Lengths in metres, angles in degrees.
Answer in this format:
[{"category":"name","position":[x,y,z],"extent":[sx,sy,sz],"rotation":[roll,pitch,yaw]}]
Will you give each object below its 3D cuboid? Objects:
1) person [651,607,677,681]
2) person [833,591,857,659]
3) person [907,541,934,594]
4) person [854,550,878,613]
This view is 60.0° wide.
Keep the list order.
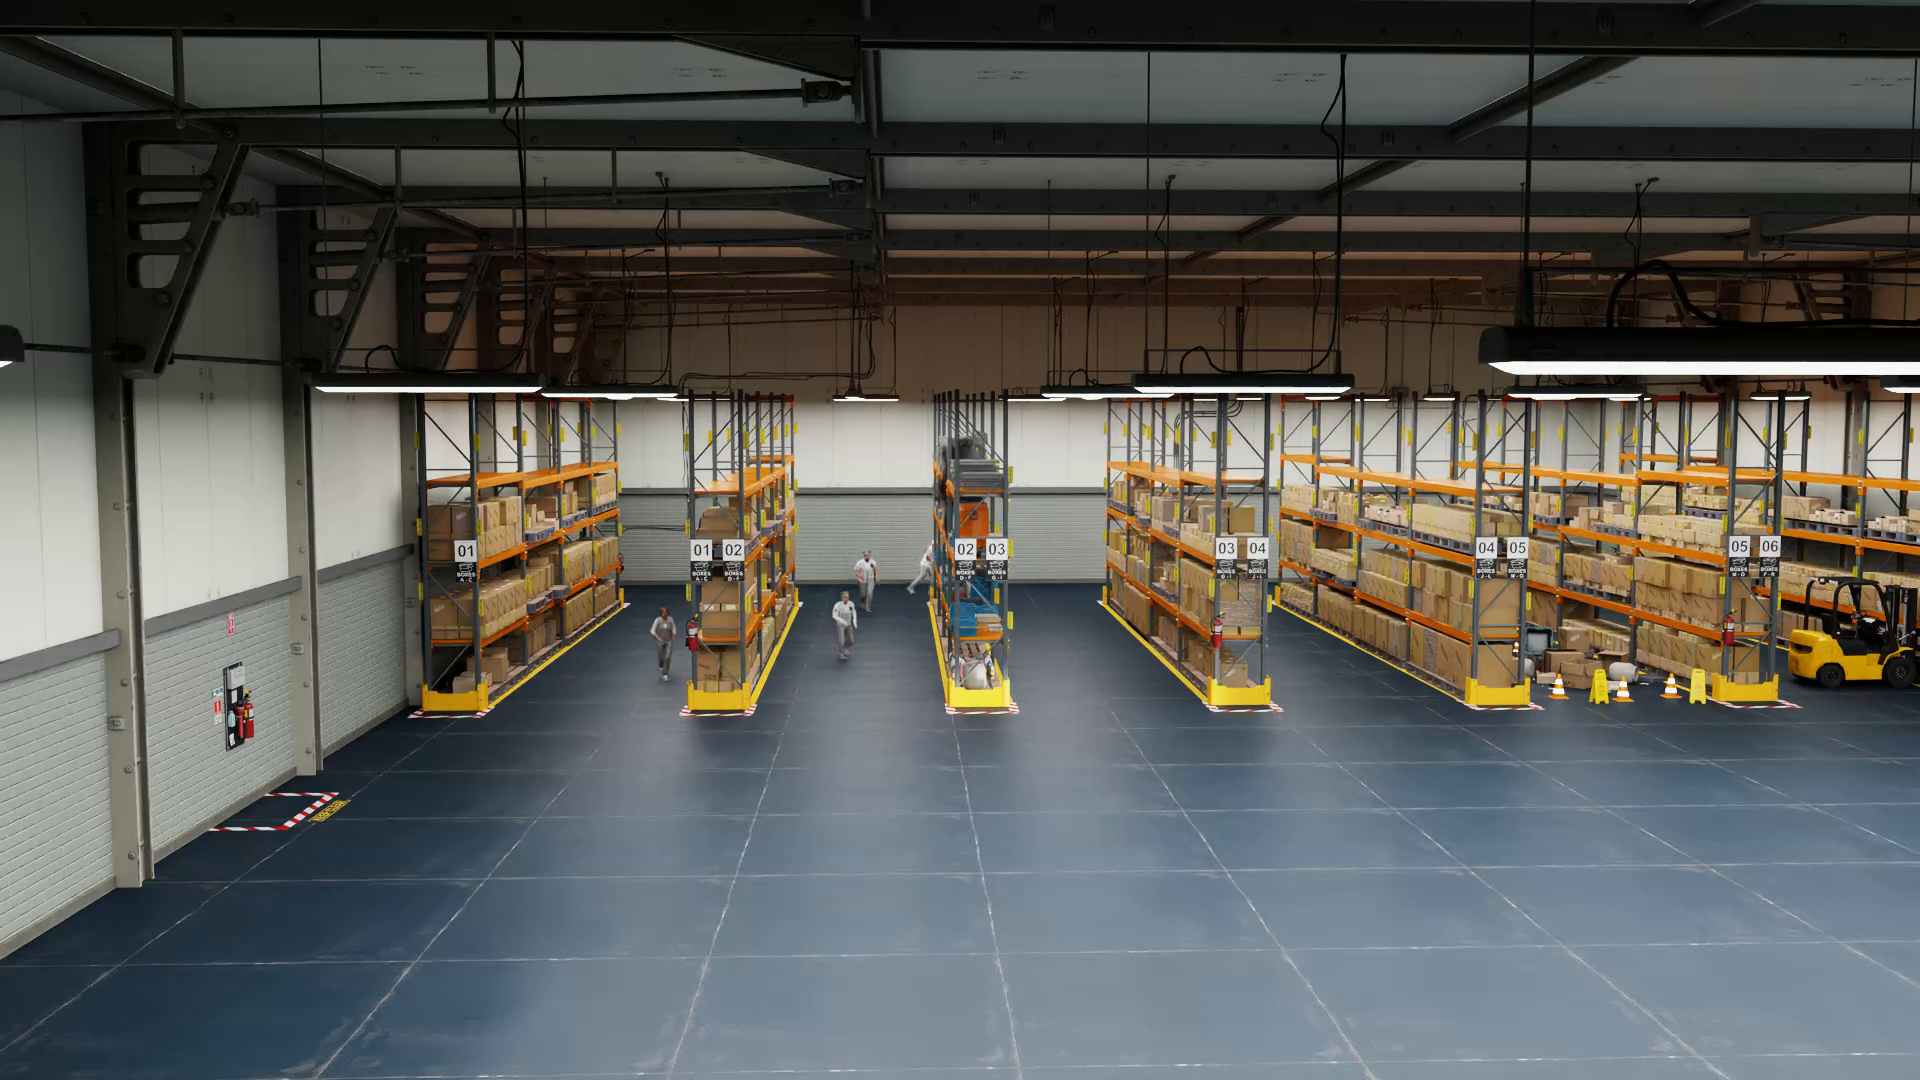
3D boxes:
[{"category":"person","position":[-6.164,2.141,34.627],"extent":[0.536,1.544,0.688],"rotation":[-1,5,-13]},{"category":"person","position":[-2.594,1.905,37.291],"extent":[0.595,1.569,0.716],"rotation":[-2,5,-23]},{"category":"person","position":[-1.071,0.847,49.667],"extent":[1.044,1.730,0.731],"rotation":[0,5,1]},{"category":"person","position":[-2.595,1.129,45.987],"extent":[0.666,1.722,0.768],"rotation":[-1,5,-10]}]
